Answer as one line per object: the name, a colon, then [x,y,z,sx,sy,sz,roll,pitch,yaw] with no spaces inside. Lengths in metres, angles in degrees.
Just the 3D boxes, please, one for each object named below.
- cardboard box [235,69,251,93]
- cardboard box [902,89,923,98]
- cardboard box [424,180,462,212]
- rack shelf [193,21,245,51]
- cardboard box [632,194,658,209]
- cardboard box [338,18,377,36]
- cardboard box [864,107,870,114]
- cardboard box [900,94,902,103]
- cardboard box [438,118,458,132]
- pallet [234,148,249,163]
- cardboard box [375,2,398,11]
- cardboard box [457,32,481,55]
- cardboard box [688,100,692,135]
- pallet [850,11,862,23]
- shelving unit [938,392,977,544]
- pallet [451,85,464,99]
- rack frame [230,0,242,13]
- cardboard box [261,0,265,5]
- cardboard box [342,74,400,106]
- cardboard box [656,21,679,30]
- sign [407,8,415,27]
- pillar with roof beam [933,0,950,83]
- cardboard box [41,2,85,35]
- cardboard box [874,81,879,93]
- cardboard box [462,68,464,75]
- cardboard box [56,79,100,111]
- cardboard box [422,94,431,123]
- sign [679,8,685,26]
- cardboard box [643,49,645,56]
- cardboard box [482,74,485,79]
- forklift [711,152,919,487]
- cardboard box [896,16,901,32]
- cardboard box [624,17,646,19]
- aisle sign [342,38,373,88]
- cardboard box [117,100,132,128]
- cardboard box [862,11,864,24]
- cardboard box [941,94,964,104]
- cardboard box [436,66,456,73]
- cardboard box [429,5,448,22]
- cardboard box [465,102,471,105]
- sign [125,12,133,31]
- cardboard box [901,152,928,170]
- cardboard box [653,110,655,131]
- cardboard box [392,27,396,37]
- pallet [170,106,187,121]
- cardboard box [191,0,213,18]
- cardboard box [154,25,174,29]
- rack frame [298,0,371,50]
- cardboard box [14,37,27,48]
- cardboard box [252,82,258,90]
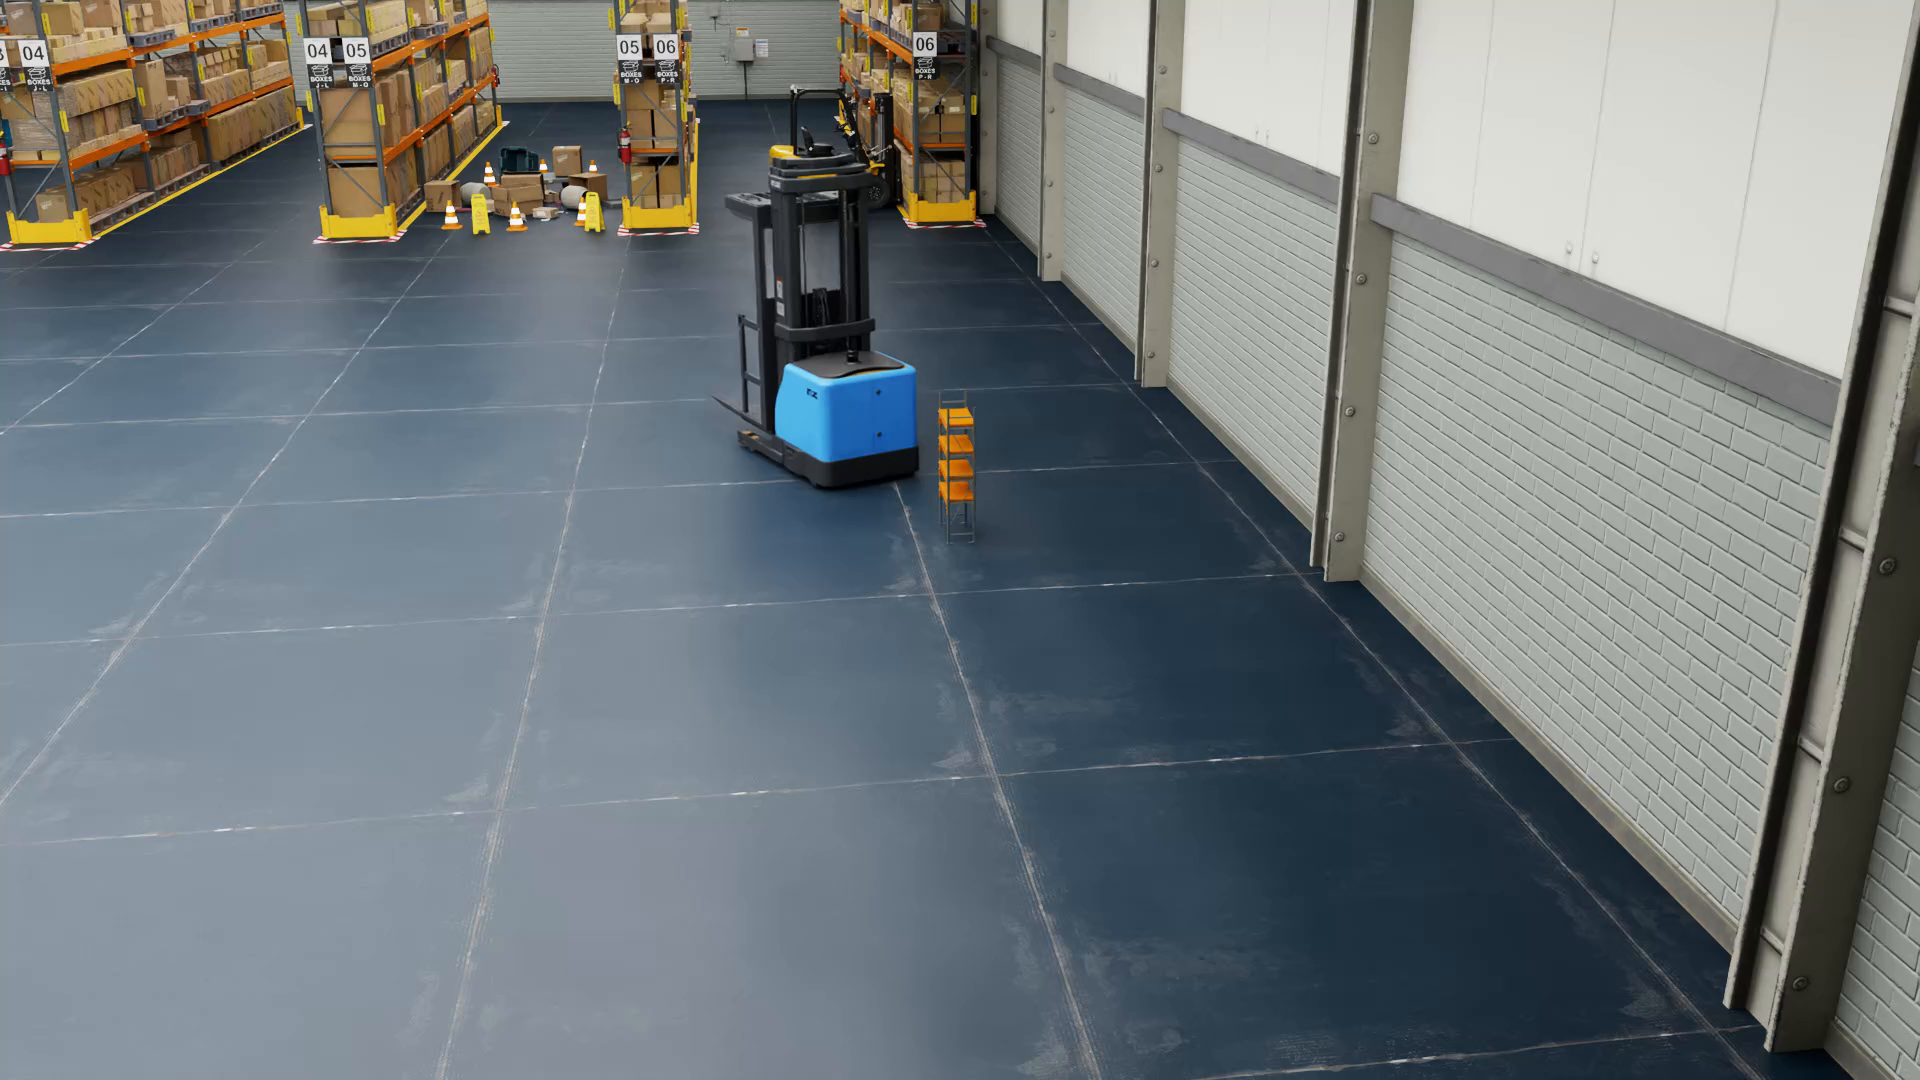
cardboard box: [-16.425,-10.392,37.684,0.500,0.500,0.500,-3,21,-8]
cardboard box: [-0.859,-8.130,30.277,0.380,0.149,0.250,-3,21,-7]
cardboard box: [-9.448,-6.283,30.395,0.500,0.500,0.500,1,20,2]
rack shelf: [-16.475,-10.869,35.845,1.077,0.370,4.000,-3,21,-8]
cardboard box: [-5.613,-6.022,29.455,0.500,0.250,0.500,-3,21,-8]
cardboard box: [-9.926,-8.452,27.391,0.500,0.250,0.500,-3,21,-8]
cardboard box: [-2.040,-10.074,39.021,0.380,0.149,0.250,-3,21,-8]
cardboard box: [-0.903,-8.166,30.796,0.380,0.149,0.250,-3,21,-9]
cardboard box: [-11.124,-8.952,35.871,0.500,0.250,0.500,-4,21,-10]
pallet: [-16.398,-8.500,36.748,1.003,0.211,1.213,-3,21,-8]
cardboard box: [-10.211,-9.472,29.552,0.380,0.149,0.250,-3,21,-7]
cardboard box: [-11.796,-11.886,39.831,0.500,0.500,0.500,-3,21,-7]
cardboard box: [-6.650,-9.672,38.335,0.875,0.875,0.875,-2,21,-6]
pallet: [-1.868,-11.974,38.043,1.213,0.211,1.003,-3,21,-8]
shelving unit: [-0.024,-0.619,14.234,0.258,1.200,0.503,-3,21,-8]
pallet: [-11.590,-9.917,36.830,1.003,0.211,1.213,-3,21,-8]
rack frame: [-16.763,-13.304,37.049,1.000,3.000,0.127,-3,21,-8]
cardboard box: [-17.250,-13.196,40.161,0.700,0.500,0.500,-4,21,-10]
cardboard box: [-10.532,-8.007,29.683,0.875,0.550,0.550,-3,21,-8]
cardboard box: [-5.066,-8.900,28.764,0.380,0.149,0.250,-3,21,-8]
sign: [-10.138,-9.652,30.706,0.100,0.325,0.005,-3,21,-8]
pillar with roof beam: [-4.649,-12.047,33.685,9.100,9.000,0.400,-3,21,-8]
cardboard box: [-14.980,-8.692,27.705,0.500,0.500,0.500,-3,21,-8]
cardboard box: [-1.518,-9.502,34.945,0.500,0.250,0.500,-3,21,-9]
cardboard box: [-11.548,-10.708,38.007,0.380,0.149,0.250,-3,21,-7]
cardboard box: [-14.981,-7.544,28.204,0.500,0.500,0.500,-3,21,-8]
cardboard box: [-10.570,-8.356,32.233,0.500,0.500,0.500,-3,21,-7]
sign: [-5.267,-9.901,31.486,0.100,0.325,0.005,-3,21,-8]
cardboard box: [-5.628,-8.414,28.602,0.380,0.149,0.250,-2,21,-6]
cardboard box: [-11.972,-11.523,41.215,0.380,0.149,0.250,-4,21,-10]
forklift: [-1.589,-2.330,16.340,1.130,2.935,3.031,-12,24,-29]
cardboard box: [-0.979,-9.532,30.685,0.396,0.266,0.258,-3,21,-9]
cardboard box: [-5.839,-9.311,29.864,0.380,0.149,0.250,-3,21,-9]
aisle sign: [-9.803,-7.762,27.070,0.394,0.787,0.004,-3,21,-8]
cardboard box: [-15.606,-7.751,30.187,0.875,0.500,0.500,-3,21,-8]
cardboard box: [-1.928,-11.708,37.277,0.500,0.250,0.500,-3,21,-8]
cardboard box: [-0.129,-7.802,29.398,0.380,0.149,0.250,-2,21,-6]
cardboard box: [-11.362,-10.393,36.737,0.380,0.149,0.250,-3,21,-9]
cardboard box: [-11.083,-10.987,34.990,0.500,0.500,0.500,-3,21,-8]
cardboard box: [-12.519,-10.945,41.933,0.380,0.149,0.250,-3,21,-7]
sign: [-15.074,-9.401,30.148,0.100,0.325,0.005,-3,21,-8]
cardboard box: [-0.852,-6.962,30.543,0.500,0.250,0.500,-3,21,-7]
cardboard box: [-5.714,-7.546,29.638,0.500,0.500,0.500,-3,21,-8]
cardboard box: [-10.133,-8.919,29.212,0.380,0.149,0.250,-3,21,-8]
pallet: [-15.861,-8.335,32.594,1.003,0.211,1.213,-3,21,-8]
cardboard box: [-16.502,-11.465,35.665,0.797,0.503,0.637,-3,21,-8]
cardboard box: [-15.721,-9.946,32.560,0.500,0.250,0.500,-2,21,-6]
rack frame: [-10.110,-9.364,26.501,1.000,3.000,0.127,-3,21,-8]
cardboard box: [-15.303,-8.037,26.878,0.380,0.149,0.250,-4,21,-10]
cardboard box: [-16.477,-10.495,38.462,0.380,0.149,0.250,-3,21,-8]
